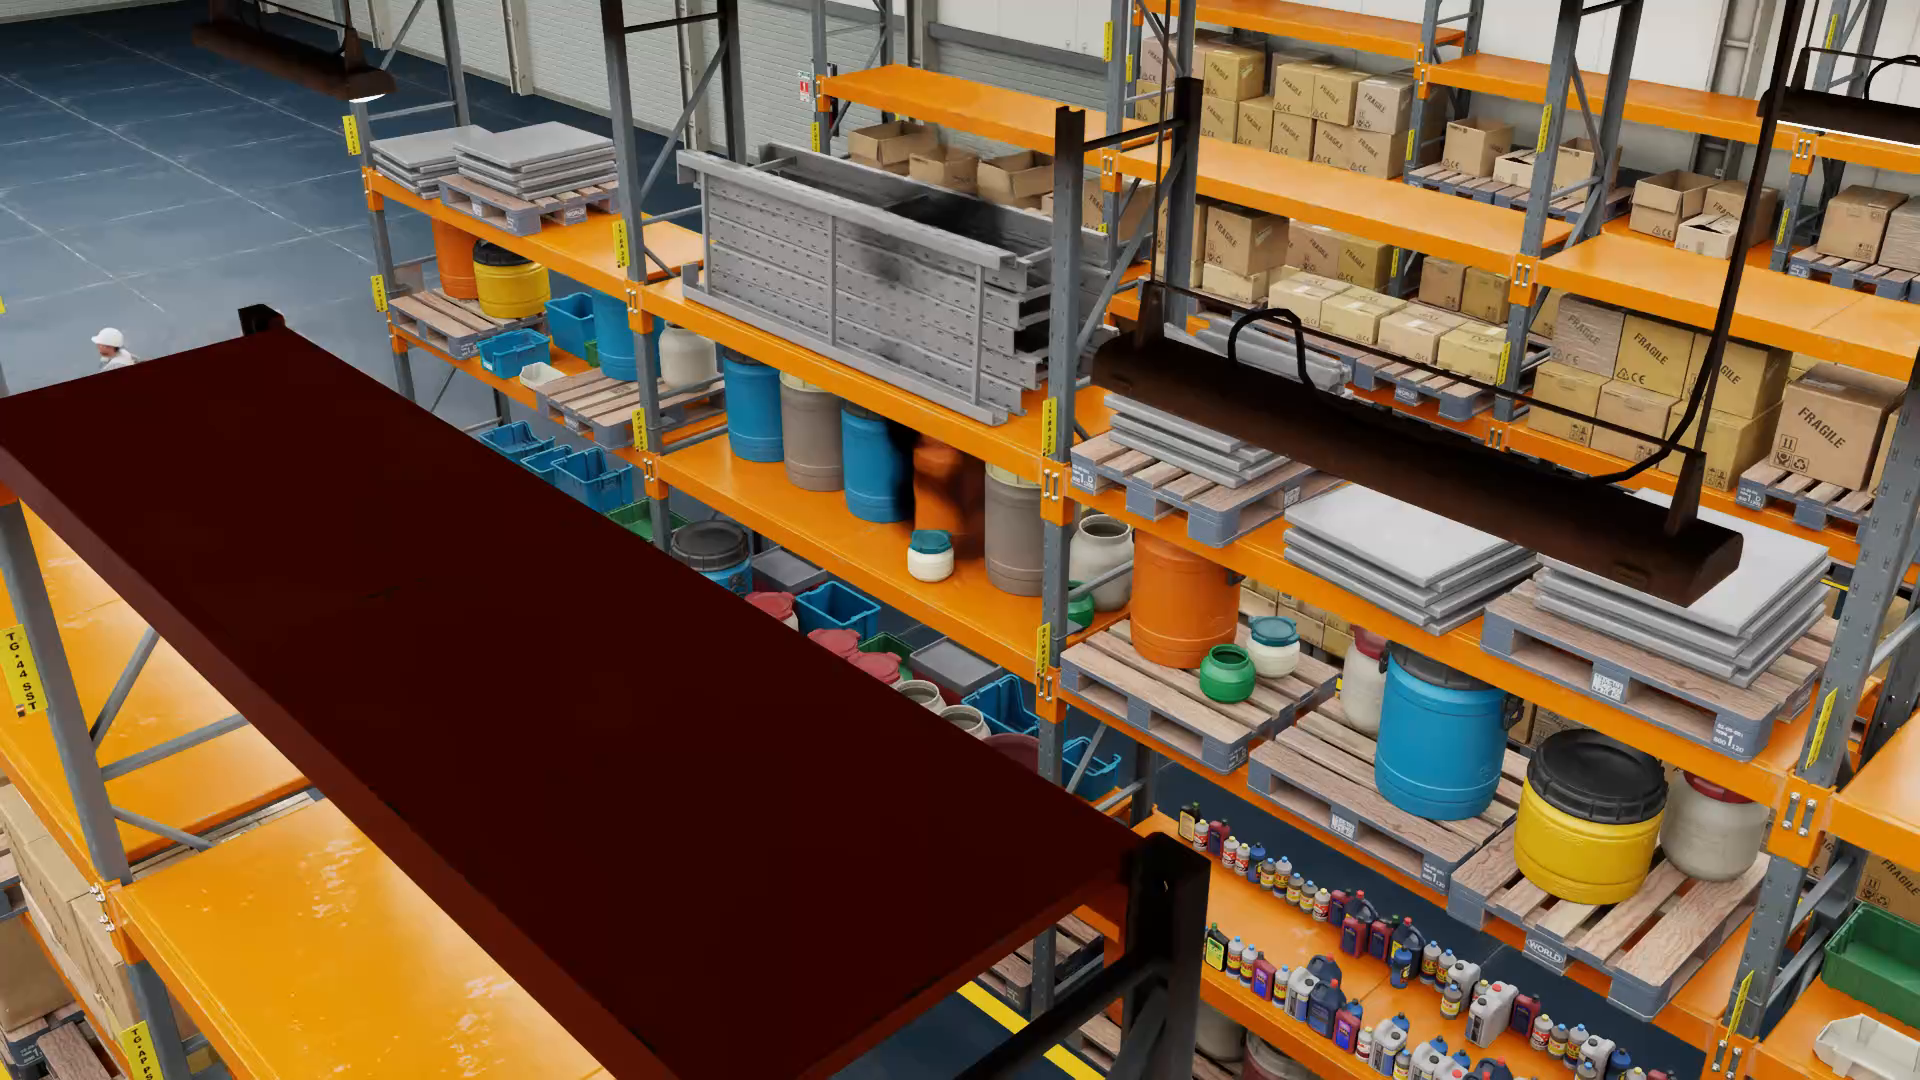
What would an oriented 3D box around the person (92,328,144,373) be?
[{"bbox_3d":[-8.826,-1.385,17.577,0.699,1.815,0.638,-14,31,-25],"label":"person"}]
